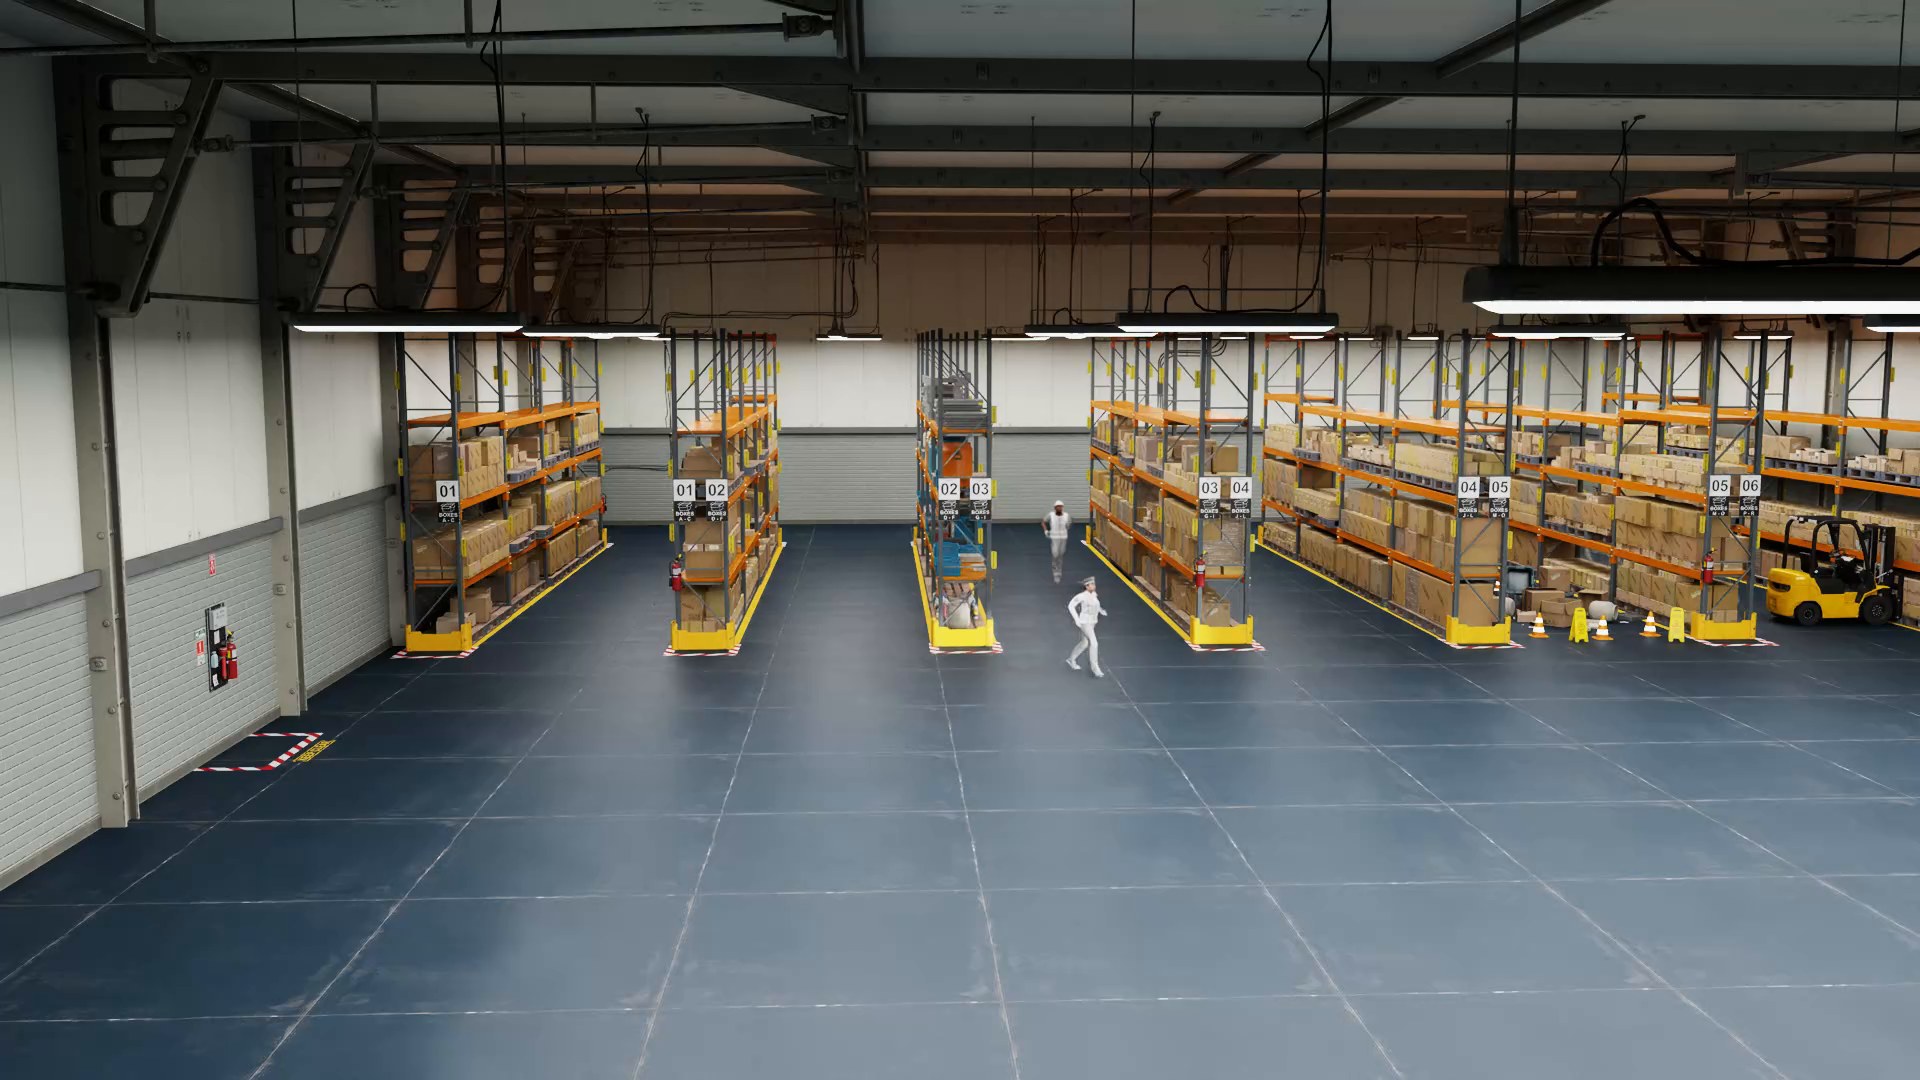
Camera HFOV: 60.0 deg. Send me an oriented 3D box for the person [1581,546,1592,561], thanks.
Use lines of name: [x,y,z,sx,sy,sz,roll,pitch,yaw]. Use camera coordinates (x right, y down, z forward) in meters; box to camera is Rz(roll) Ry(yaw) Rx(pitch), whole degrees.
person: [16.163,-0.159,42.970,0.541,1.703,0.720,-1,7,-9]

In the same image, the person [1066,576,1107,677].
person: [2.209,1.481,28.924,0.799,1.731,0.606,4,8,33]

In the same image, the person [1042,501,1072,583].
person: [2.284,0.029,38.499,0.659,1.886,0.709,-1,7,-12]
